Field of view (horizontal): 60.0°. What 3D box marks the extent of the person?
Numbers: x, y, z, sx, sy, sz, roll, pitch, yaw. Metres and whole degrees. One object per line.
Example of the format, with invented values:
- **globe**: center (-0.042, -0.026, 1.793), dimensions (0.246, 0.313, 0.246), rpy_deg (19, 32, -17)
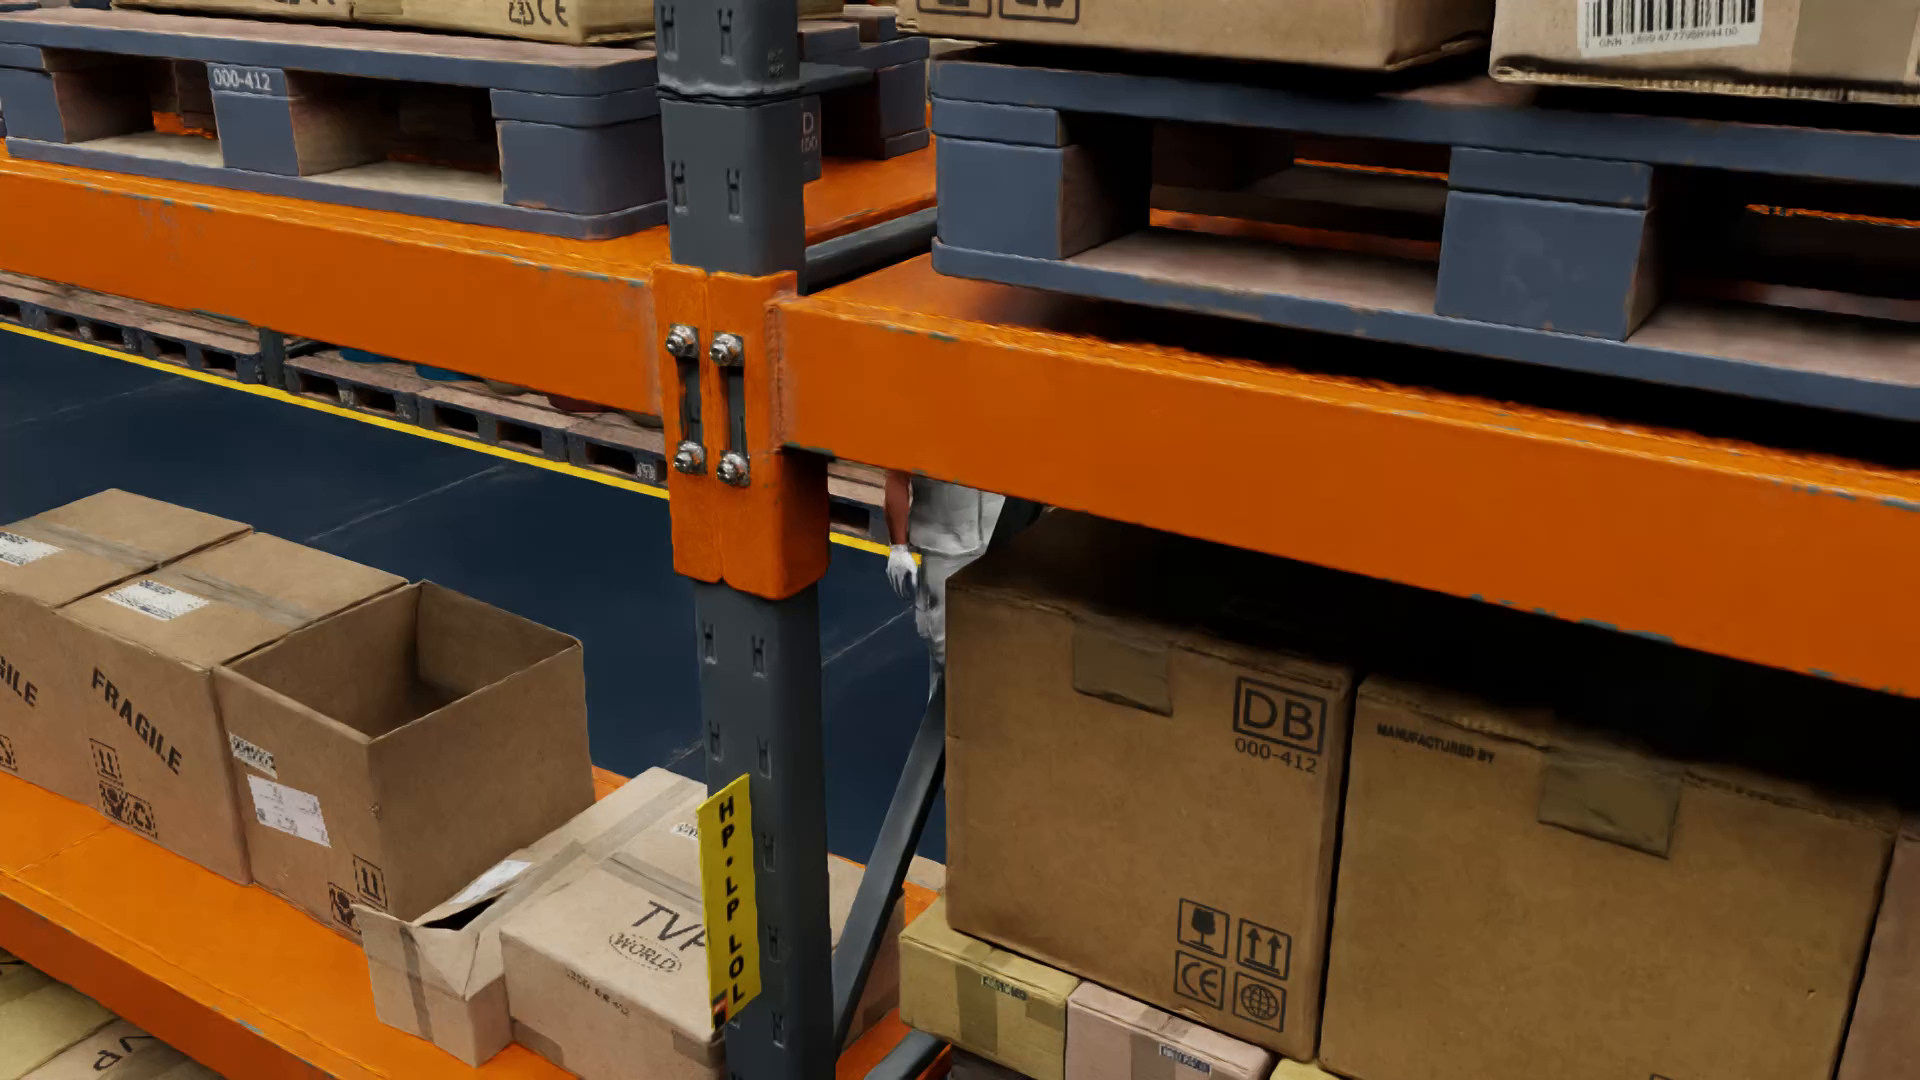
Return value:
- **person**: center (0.006, 0.012, 6.040), dimensions (0.566, 1.781, 0.585), rpy_deg (-12, 26, -26)
